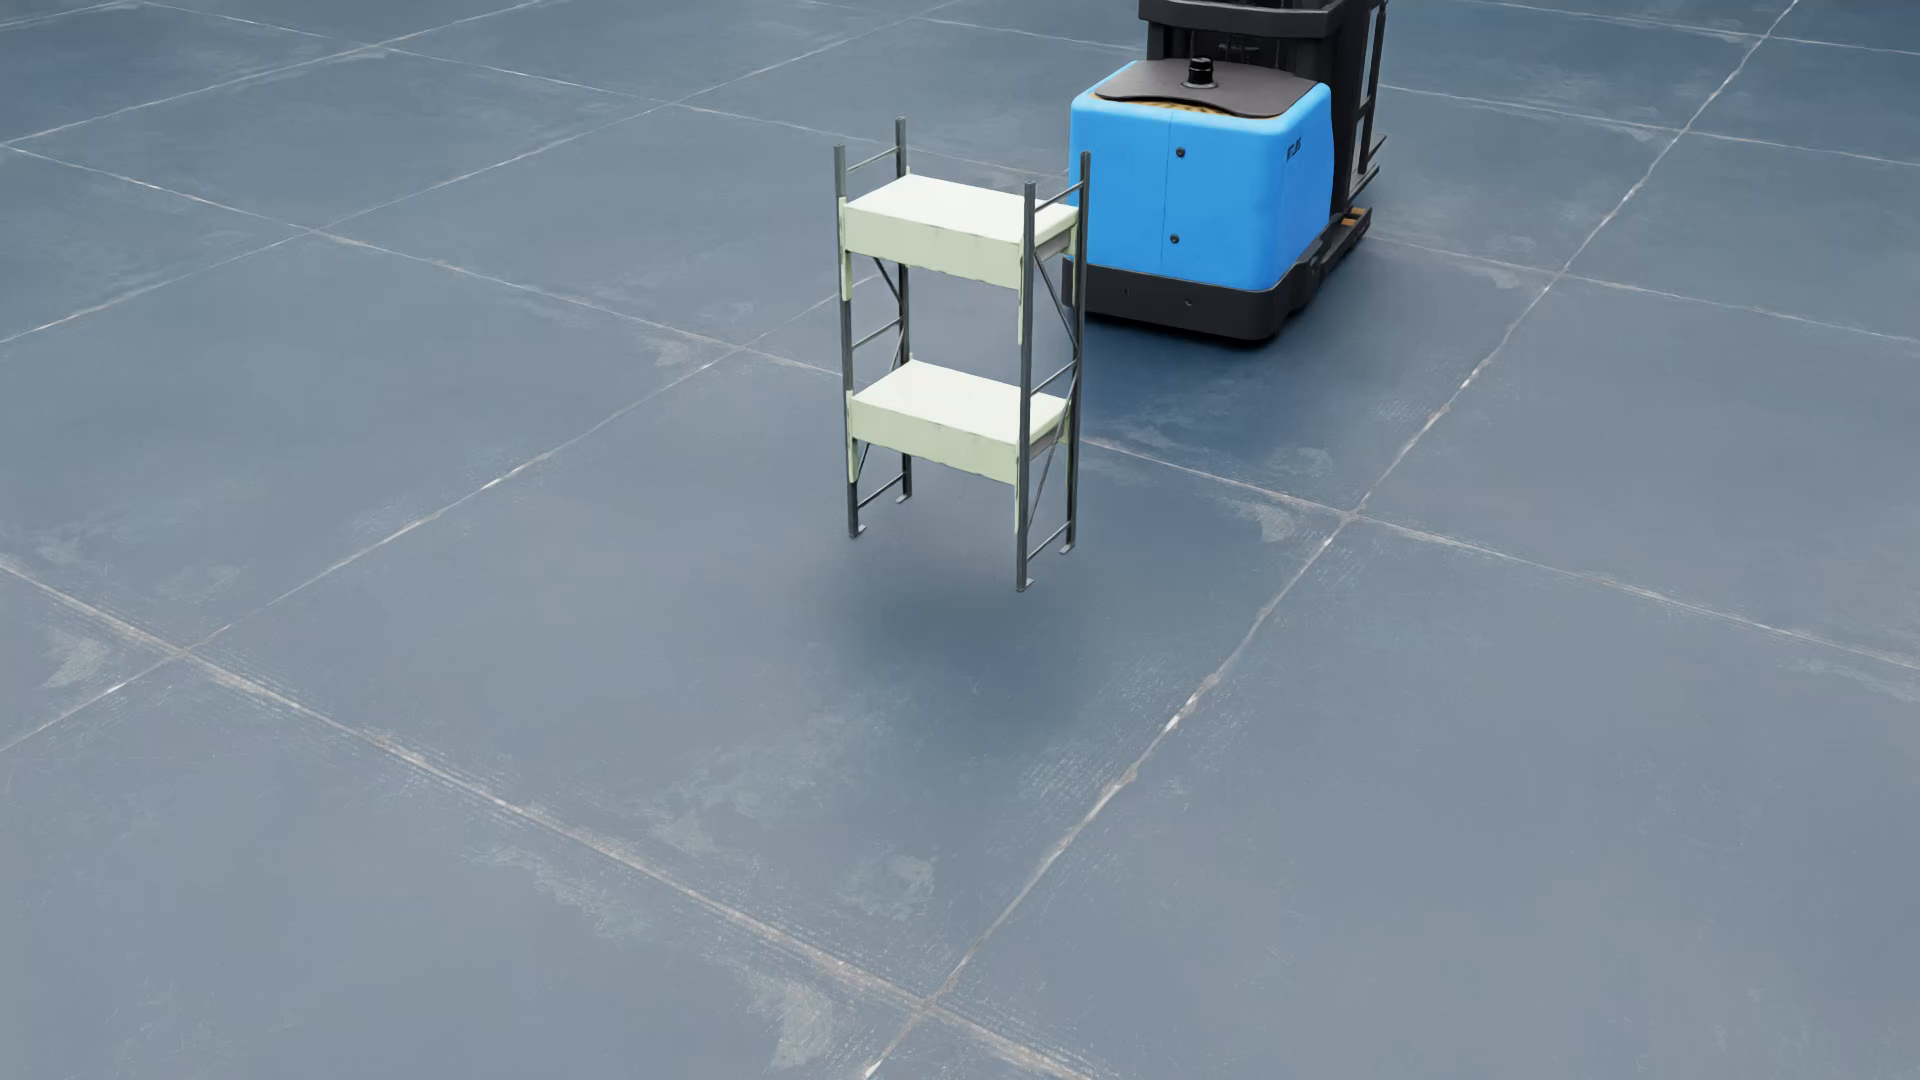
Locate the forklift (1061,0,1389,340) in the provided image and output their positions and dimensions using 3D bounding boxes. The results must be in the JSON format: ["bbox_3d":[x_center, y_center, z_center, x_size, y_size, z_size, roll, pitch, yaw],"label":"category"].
[{"bbox_3d":[1.593,-2.910,8.329,1.130,2.935,3.031,14,33,22],"label":"forklift"}]

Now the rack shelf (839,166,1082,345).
[{"bbox_3d":[0.006,-0.983,5.672,0.720,0.370,0.431,18,35,27],"label":"rack shelf"}]

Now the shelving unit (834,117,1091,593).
[{"bbox_3d":[0.006,-0.646,5.869,0.755,1.500,0.431,18,35,27],"label":"shelving unit"}]

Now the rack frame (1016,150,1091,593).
[{"bbox_3d":[0.316,-0.548,5.701,0.023,1.500,0.400,18,35,27],"label":"rack frame"}]

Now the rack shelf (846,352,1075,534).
[{"bbox_3d":[0.006,-0.364,6.033,0.720,0.370,0.431,18,35,27],"label":"rack shelf"}]

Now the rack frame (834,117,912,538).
[{"bbox_3d":[-0.304,-0.744,6.037,0.023,1.500,0.400,18,35,27],"label":"rack frame"}]
